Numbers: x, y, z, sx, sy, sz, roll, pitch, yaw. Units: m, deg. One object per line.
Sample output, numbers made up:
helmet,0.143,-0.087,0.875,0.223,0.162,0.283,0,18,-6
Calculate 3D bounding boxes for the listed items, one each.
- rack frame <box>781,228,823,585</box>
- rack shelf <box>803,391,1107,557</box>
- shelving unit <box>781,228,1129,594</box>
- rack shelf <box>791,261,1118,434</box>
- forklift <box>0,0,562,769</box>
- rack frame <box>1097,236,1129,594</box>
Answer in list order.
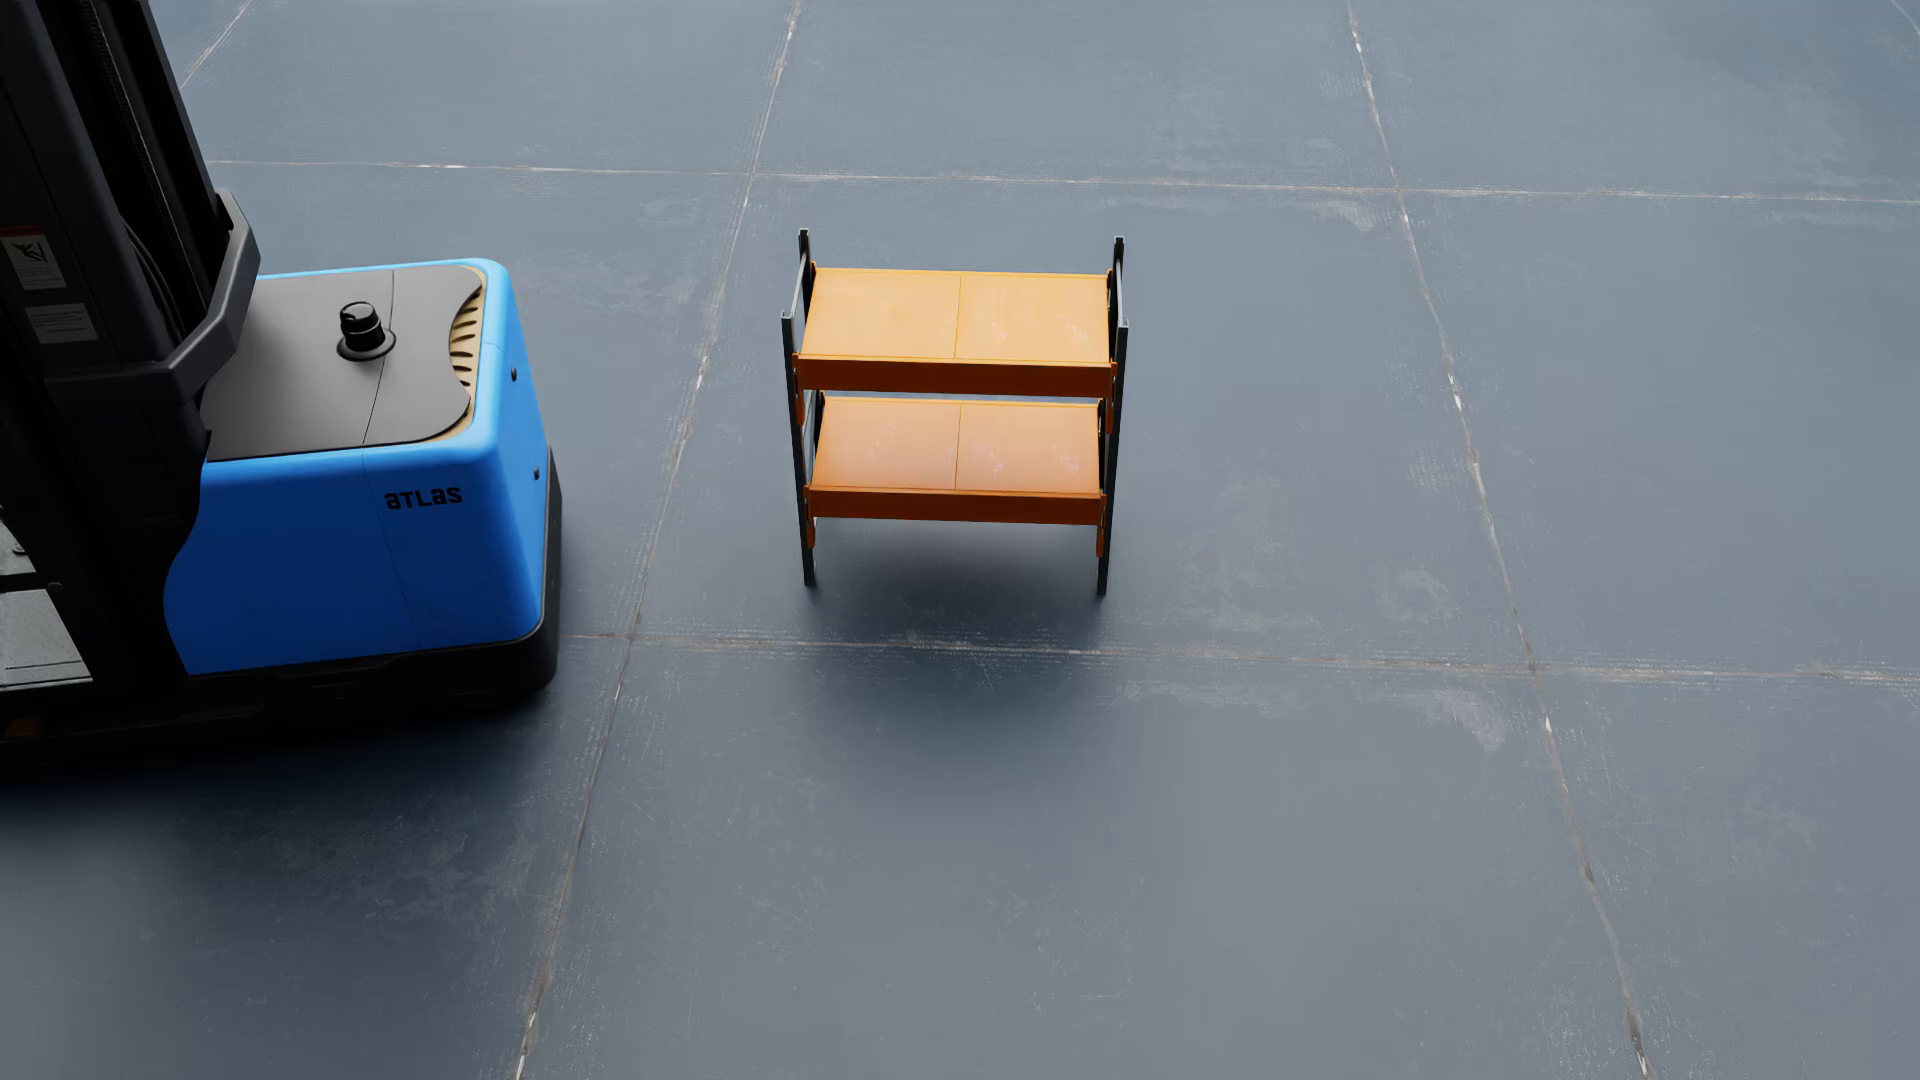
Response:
rack frame,-0.515,-0.427,5.582,0.032,1.125,0.500,2,43,2
rack shelf,-0.007,-0.233,5.732,1.000,0.278,0.538,2,43,2
shelving unit,-0.007,-0.412,5.566,1.048,1.125,0.538,2,43,2
rack shelf,-0.007,-0.626,5.366,1.000,0.278,0.538,2,43,2
forklift,-2.870,-0.731,4.583,3.031,2.935,1.130,-6,43,-6
rack frame,0.501,-0.396,5.549,0.032,1.125,0.500,2,43,2
